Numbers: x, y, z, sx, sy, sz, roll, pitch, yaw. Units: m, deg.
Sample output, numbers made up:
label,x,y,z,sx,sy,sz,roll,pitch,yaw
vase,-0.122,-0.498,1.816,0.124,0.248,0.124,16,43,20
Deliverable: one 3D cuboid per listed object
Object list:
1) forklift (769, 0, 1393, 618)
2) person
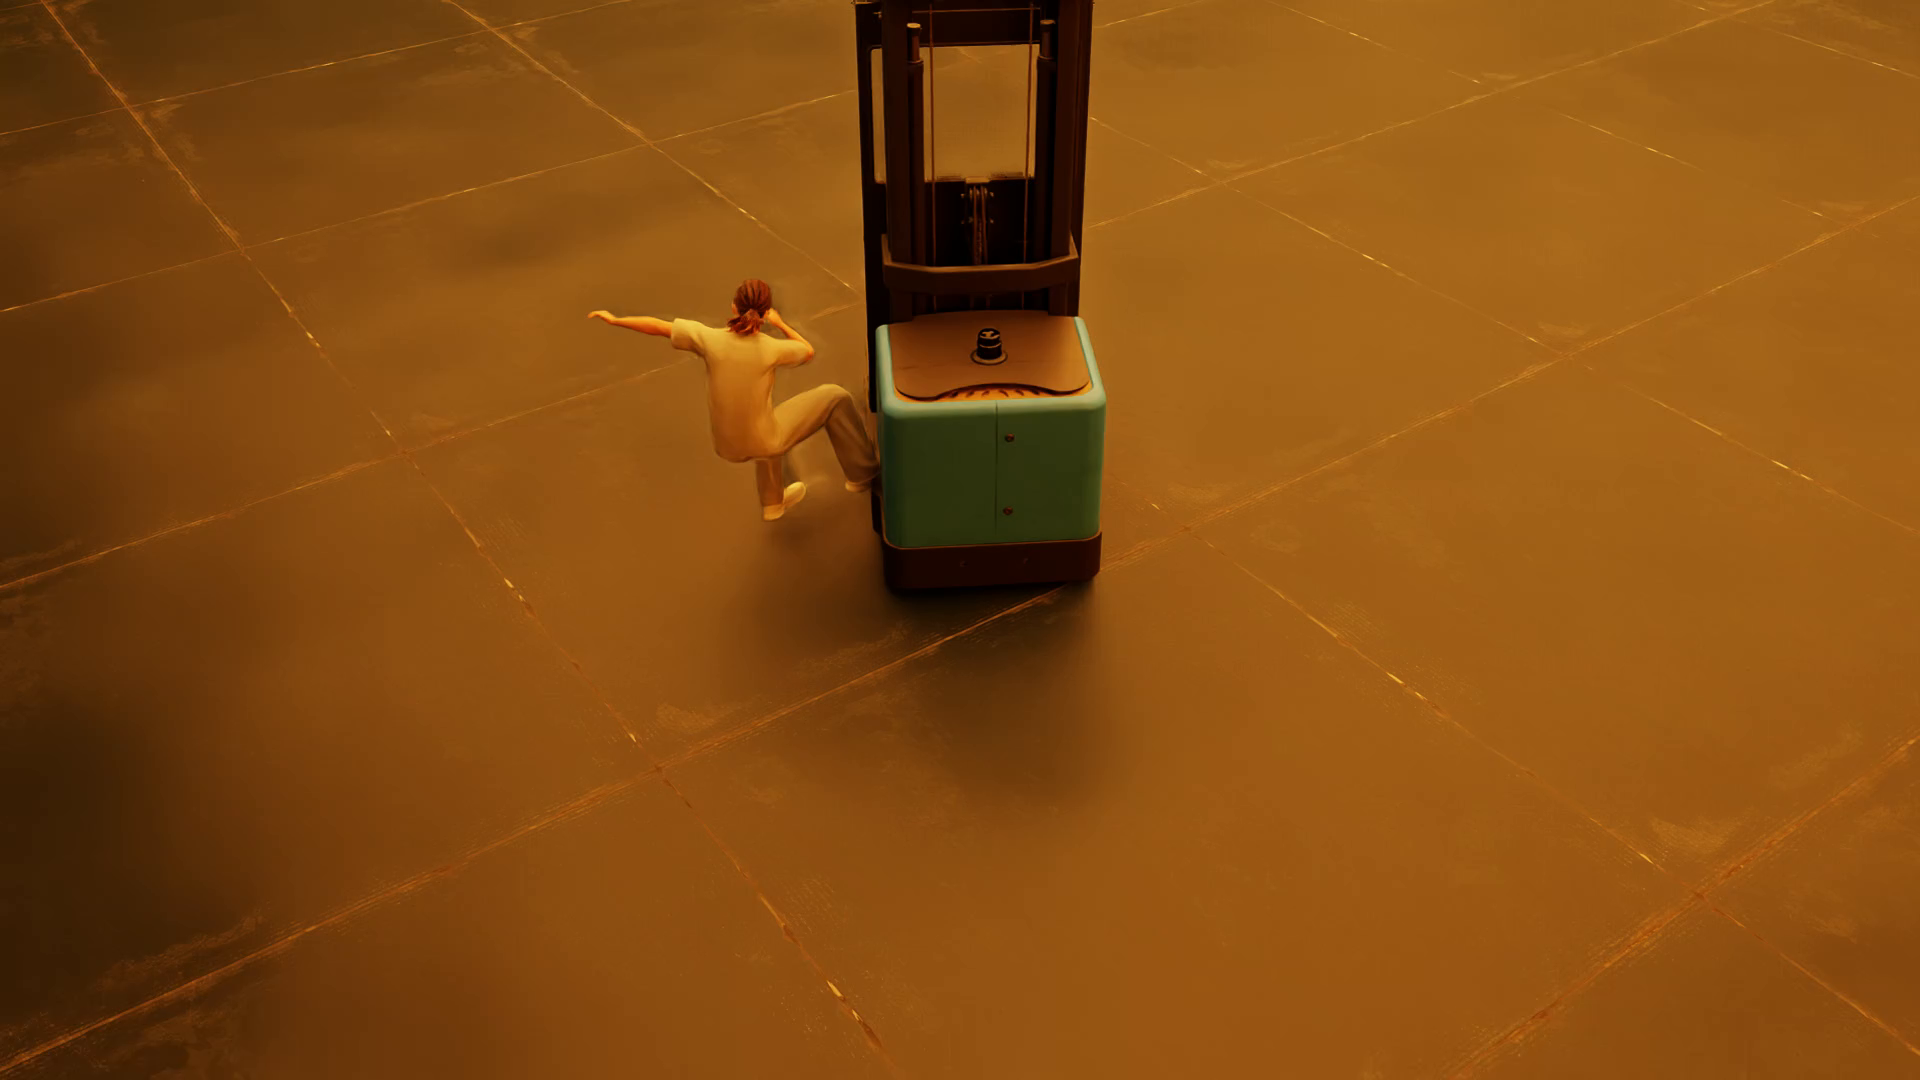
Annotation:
label,x,y,z,sx,sy,sz,roll,pitch,yaw
forklift,0.643,-1.268,7.659,3.031,2.935,1.130,-8,37,-11
person,-3.141,-0.241,7.382,0.644,1.628,0.472,-16,39,-21
